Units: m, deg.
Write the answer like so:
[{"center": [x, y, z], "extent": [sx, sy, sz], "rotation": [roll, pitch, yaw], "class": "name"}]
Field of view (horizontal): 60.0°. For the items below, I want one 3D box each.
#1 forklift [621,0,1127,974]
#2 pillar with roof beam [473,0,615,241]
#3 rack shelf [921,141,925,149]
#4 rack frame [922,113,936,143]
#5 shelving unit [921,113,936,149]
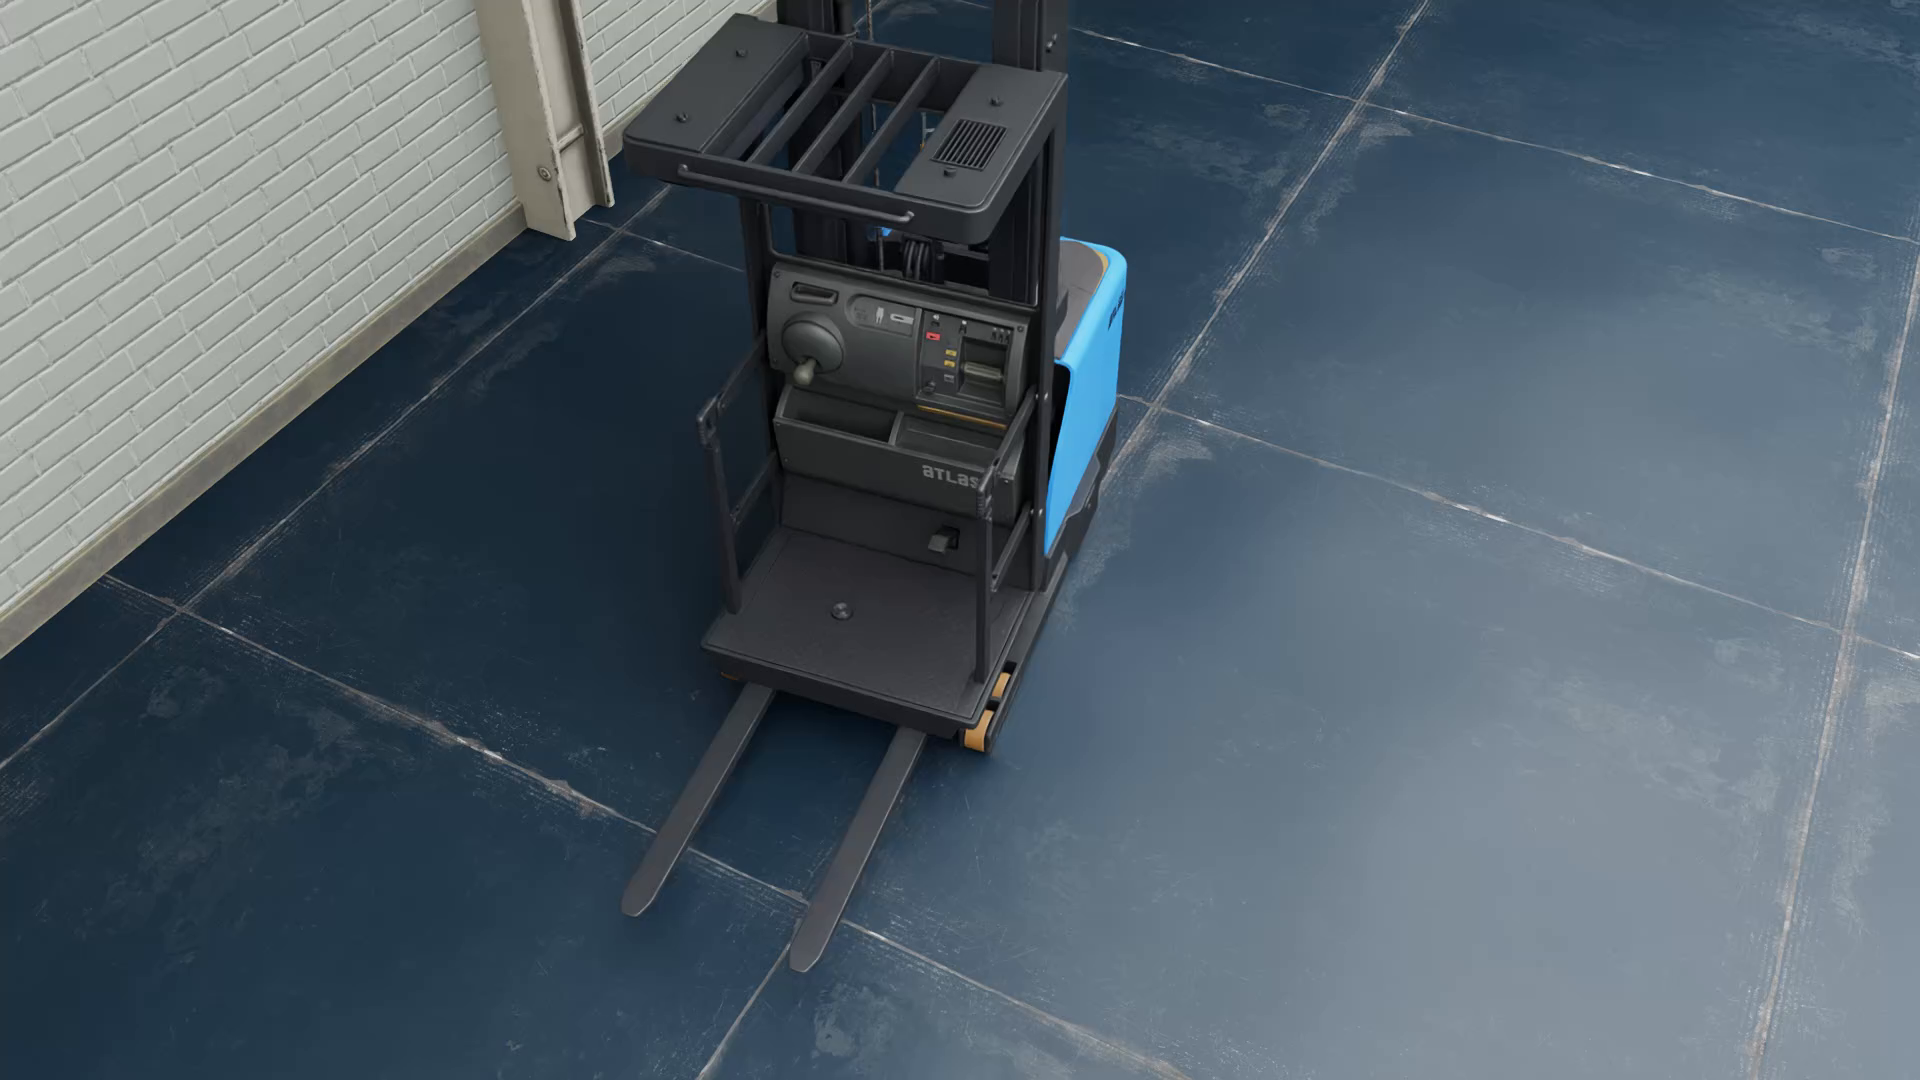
[{"center": [-0.294, -0.574, 5.537], "extent": [1.130, 2.935, 3.031], "rotation": [14, 47, 14], "class": "forklift"}, {"center": [1.765, -3.453, 4.116], "extent": [9.100, 9.000, 0.400], "rotation": [20, 49, 19], "class": "pillar with roof beam"}, {"center": [0.006, -1.538, 7.152], "extent": [0.258, 0.148, 0.480], "rotation": [-9, 46, -9], "class": "rack shelf"}, {"center": [-0.049, -1.432, 7.599], "extent": [0.240, 1.200, 0.015], "rotation": [-9, 46, -9], "class": "rack frame"}, {"center": [0.004, -1.262, 7.432], "extent": [0.258, 1.200, 0.503], "rotation": [-9, 46, -9], "class": "shelving unit"}]
